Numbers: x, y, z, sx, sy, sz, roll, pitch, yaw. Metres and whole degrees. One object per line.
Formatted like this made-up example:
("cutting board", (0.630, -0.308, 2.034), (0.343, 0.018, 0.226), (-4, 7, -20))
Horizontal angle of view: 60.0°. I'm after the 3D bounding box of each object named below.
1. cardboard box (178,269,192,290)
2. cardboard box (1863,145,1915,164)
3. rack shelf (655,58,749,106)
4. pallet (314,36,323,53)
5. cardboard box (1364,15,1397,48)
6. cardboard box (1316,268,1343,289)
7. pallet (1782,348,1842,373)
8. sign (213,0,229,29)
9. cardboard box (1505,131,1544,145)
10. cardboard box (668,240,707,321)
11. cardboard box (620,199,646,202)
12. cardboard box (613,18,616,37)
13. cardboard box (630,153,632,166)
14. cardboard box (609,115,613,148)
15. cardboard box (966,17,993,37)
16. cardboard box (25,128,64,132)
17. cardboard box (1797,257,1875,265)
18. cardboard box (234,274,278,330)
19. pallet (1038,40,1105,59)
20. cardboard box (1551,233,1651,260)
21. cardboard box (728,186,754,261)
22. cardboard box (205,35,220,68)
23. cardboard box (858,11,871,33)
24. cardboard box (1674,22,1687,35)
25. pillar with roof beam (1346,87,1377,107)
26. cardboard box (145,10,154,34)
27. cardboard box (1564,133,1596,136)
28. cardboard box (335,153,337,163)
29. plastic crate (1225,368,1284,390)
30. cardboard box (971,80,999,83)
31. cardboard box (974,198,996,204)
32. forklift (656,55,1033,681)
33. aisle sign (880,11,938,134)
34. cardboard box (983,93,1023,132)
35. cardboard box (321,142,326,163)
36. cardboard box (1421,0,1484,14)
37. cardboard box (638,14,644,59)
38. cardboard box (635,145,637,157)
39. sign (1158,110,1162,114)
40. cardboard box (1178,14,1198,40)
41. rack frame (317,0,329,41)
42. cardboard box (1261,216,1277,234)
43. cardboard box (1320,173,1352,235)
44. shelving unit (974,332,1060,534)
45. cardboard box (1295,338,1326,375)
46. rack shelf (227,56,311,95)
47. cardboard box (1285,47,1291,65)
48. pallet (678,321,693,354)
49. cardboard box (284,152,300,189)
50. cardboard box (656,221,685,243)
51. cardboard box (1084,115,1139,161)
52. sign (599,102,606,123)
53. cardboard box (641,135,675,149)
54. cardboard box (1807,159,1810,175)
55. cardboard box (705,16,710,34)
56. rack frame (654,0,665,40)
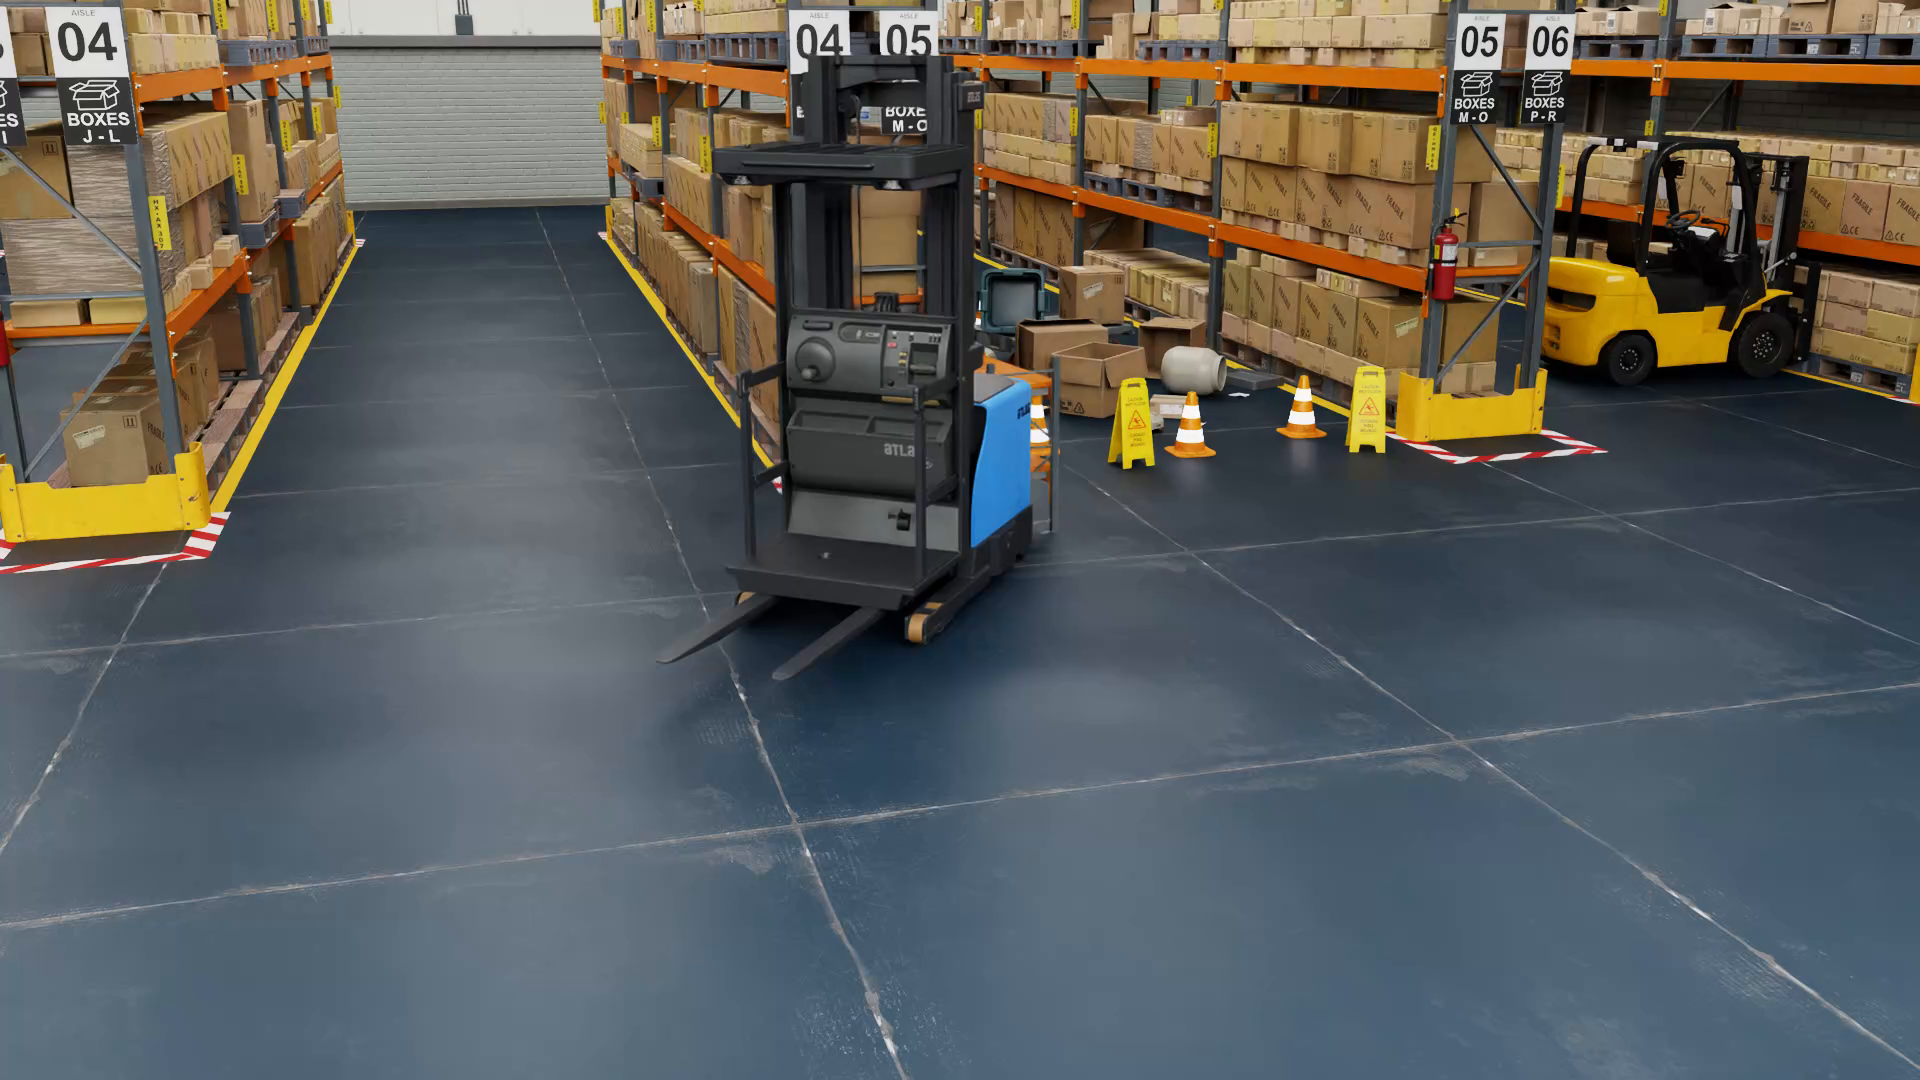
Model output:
("cardboard box", (-5.640, -1.812, 11.706), (0.380, 0.149, 0.250), (-5, 17, -15))
("cardboard box", (8.366, -3.460, 14.939), (0.380, 0.149, 0.250), (-5, 17, -15))
("rack shelf", (-2.293, -4.605, 16.605), (1.077, 0.370, 4.000), (-5, 17, -15))
("pallet", (-9.285, -6.766, 22.704), (1.003, 0.211, 1.213), (-5, 17, -15))
("cardboard box", (3.564, -4.040, 13.218), (0.500, 0.250, 0.500), (-5, 17, -16))
("cardboard box", (3.315, -2.267, 14.402), (0.380, 0.149, 0.250), (-4, 17, -13))
("pallet", (8.277, -1.876, 16.329), (1.003, 0.211, 1.213), (-5, 17, -15))
("sign", (-6.020, -4.325, 13.523), (0.100, 0.325, 0.005), (-5, 17, -15))
("cardboard box", (6.817, -4.845, 20.065), (0.380, 0.149, 0.250), (-5, 17, -15))
("cardboard box", (-2.518, -2.773, 17.649), (1.050, 0.750, 0.750), (-4, 17, -14))
("cardboard box", (-5.032, -5.161, 25.611), (0.380, 0.149, 0.250), (-4, 17, -14))
("cardboard box", (-4.592, -7.173, 23.295), (0.500, 0.250, 0.500), (-4, 17, -13))
("cardboard box", (-3.912, -4.747, 20.749), (0.380, 0.149, 0.250), (-5, 17, -16))
("cardboard box", (-5.012, -6.177, 25.112), (0.500, 0.500, 0.500), (-5, 17, -15))
("cardboard box", (0.307, -7.364, 23.871), (0.396, 0.266, 0.258), (-4, 17, -13))
("cardboard box", (-5.972, -2.429, 10.895), (0.500, 0.500, 0.500), (-5, 17, -15))
("cardboard box", (8.507, -2.596, 16.193), (0.500, 0.250, 0.500), (-5, 17, -16))
("cardboard box", (-7.271, -2.379, 16.739), (0.700, 0.500, 0.500), (-6, 18, -20))
("pallet", (1.661, -6.005, 20.345), (1.213, 0.211, 1.003), (-4, 17, -13))
("cardboard box", (7.400, -3.195, 19.272), (0.875, 0.625, 0.625), (-5, 17, -16))
("cardboard box", (-1.422, -2.621, 13.704), (0.875, 0.550, 0.550), (-5, 17, -15))
("cardboard box", (-6.163, -3.855, 13.118), (0.500, 0.250, 0.500), (-4, 17, -13))
("cardboard box", (-0.500, -3.609, 11.572), (0.380, 0.149, 0.250), (-5, 17, -15))
("cardboard box", (7.716, -5.588, 18.160), (0.380, 0.149, 0.250), (-5, 17, -15))
("pillar with roof beam", (2.098, -8.782, 24.046), (9.100, 9.000, 0.400), (-5, 17, -15))
("cardboard box", (-5.466, -3.360, 10.776), (0.380, 0.149, 0.250), (-4, 17, -13))
("cardboard box", (7.385, -4.740, 19.718), (0.380, 0.149, 0.250), (-4, 17, -14))
("cardboard box", (-9.214, -5.511, 24.022), (0.380, 0.149, 0.250), (-4, 17, -14))
("plastic crate", (2.632, -1.482, 15.245), (0.402, 0.080, 0.583), (-12, 20, -34))
("cardboard box", (0.372, -6.641, 24.306), (0.380, 0.149, 0.250), (-5, 17, -15))
("cardboard box", (0.474, -4.996, 25.593), (0.875, 0.438, 0.875), (-5, 17, -17))
("forklift", (-0.566, -0.994, 8.666), (1.130, 2.935, 3.031), (6, 18, 20))
("aisle sign", (-0.336, -3.102, 11.047), (0.394, 0.787, 0.004), (-5, 17, -15))
("cardboard box", (0.635, -5.974, 23.215), (0.500, 0.500, 0.500), (-4, 17, -15))
("cardboard box", (-8.747, -5.168, 22.185), (0.500, 0.250, 0.500), (-5, 17, -16))
("cardboard box", (3.711, -4.041, 12.527), (0.380, 0.149, 0.250), (-5, 17, -15))
("cardboard box", (-3.527, -5.964, 19.706), (0.500, 0.500, 0.500), (-5, 17, -15))
("cardboard box", (-3.700, -4.675, 19.990), (0.380, 0.149, 0.250), (-5, 17, -16))
("sign", (2.409, -5.048, 20.167), (0.100, 0.325, 0.005), (-5, 17, -15))
("cardboard box", (2.555, -5.235, 16.984), (0.500, 0.250, 0.500), (-4, 17, -15))
("rack frame", (-9.838, -8.788, 24.066), (1.000, 3.000, 0.127), (-5, 17, -15))
("cardboard box", (3.023, -2.938, 15.456), (0.380, 0.149, 0.250), (-4, 17, -14))
("cardboard box", (3.407, -2.869, 14.098), (0.500, 0.500, 0.500), (-5, 17, -16))
("shelving unit", (0.163, -0.693, 10.803), (0.538, 1.125, 1.048), (-8, 19, -26))
("cardboard box", (3.323, -1.647, 14.772), (0.500, 0.250, 0.500), (-5, 18, -17))
("rack shelf", (-8.189, -5.347, 19.076), (1.077, 0.370, 4.000), (-5, 17, -15))
("cardboard box", (3.124, -4.306, 14.795), (0.380, 0.149, 0.250), (-5, 18, -17))
("pallet", (-2.366, -2.170, 17.308), (1.003, 0.211, 1.213), (-5, 17, -15))
("cardboard box", (-7.655, -4.048, 18.541), (0.500, 0.500, 0.500), (-5, 17, -17))
("cardboard box", (-3.282, -3.598, 19.527), (0.500, 0.250, 0.500), (-5, 17, -17))
("cardboard box", (1.790, -4.734, 19.577), (0.500, 0.500, 0.500), (-5, 17, -17))
("sign", (-5.563, -6.651, 25.874), (0.100, 0.325, 0.005), (-5, 17, -15))
("cardboard box", (-3.485, -4.601, 19.227), (0.380, 0.149, 0.250), (-5, 17, -16))
("cardboard box", (8.137, -3.527, 15.680), (0.380, 0.149, 0.250), (-5, 17, -16))
("cardboard box", (-1.970, -4.397, 14.196), (0.380, 0.149, 0.250), (-5, 17, -16))
("rack frame", (-2.842, -6.939, 17.911), (1.000, 3.000, 0.127), (-5, 17, -15))
